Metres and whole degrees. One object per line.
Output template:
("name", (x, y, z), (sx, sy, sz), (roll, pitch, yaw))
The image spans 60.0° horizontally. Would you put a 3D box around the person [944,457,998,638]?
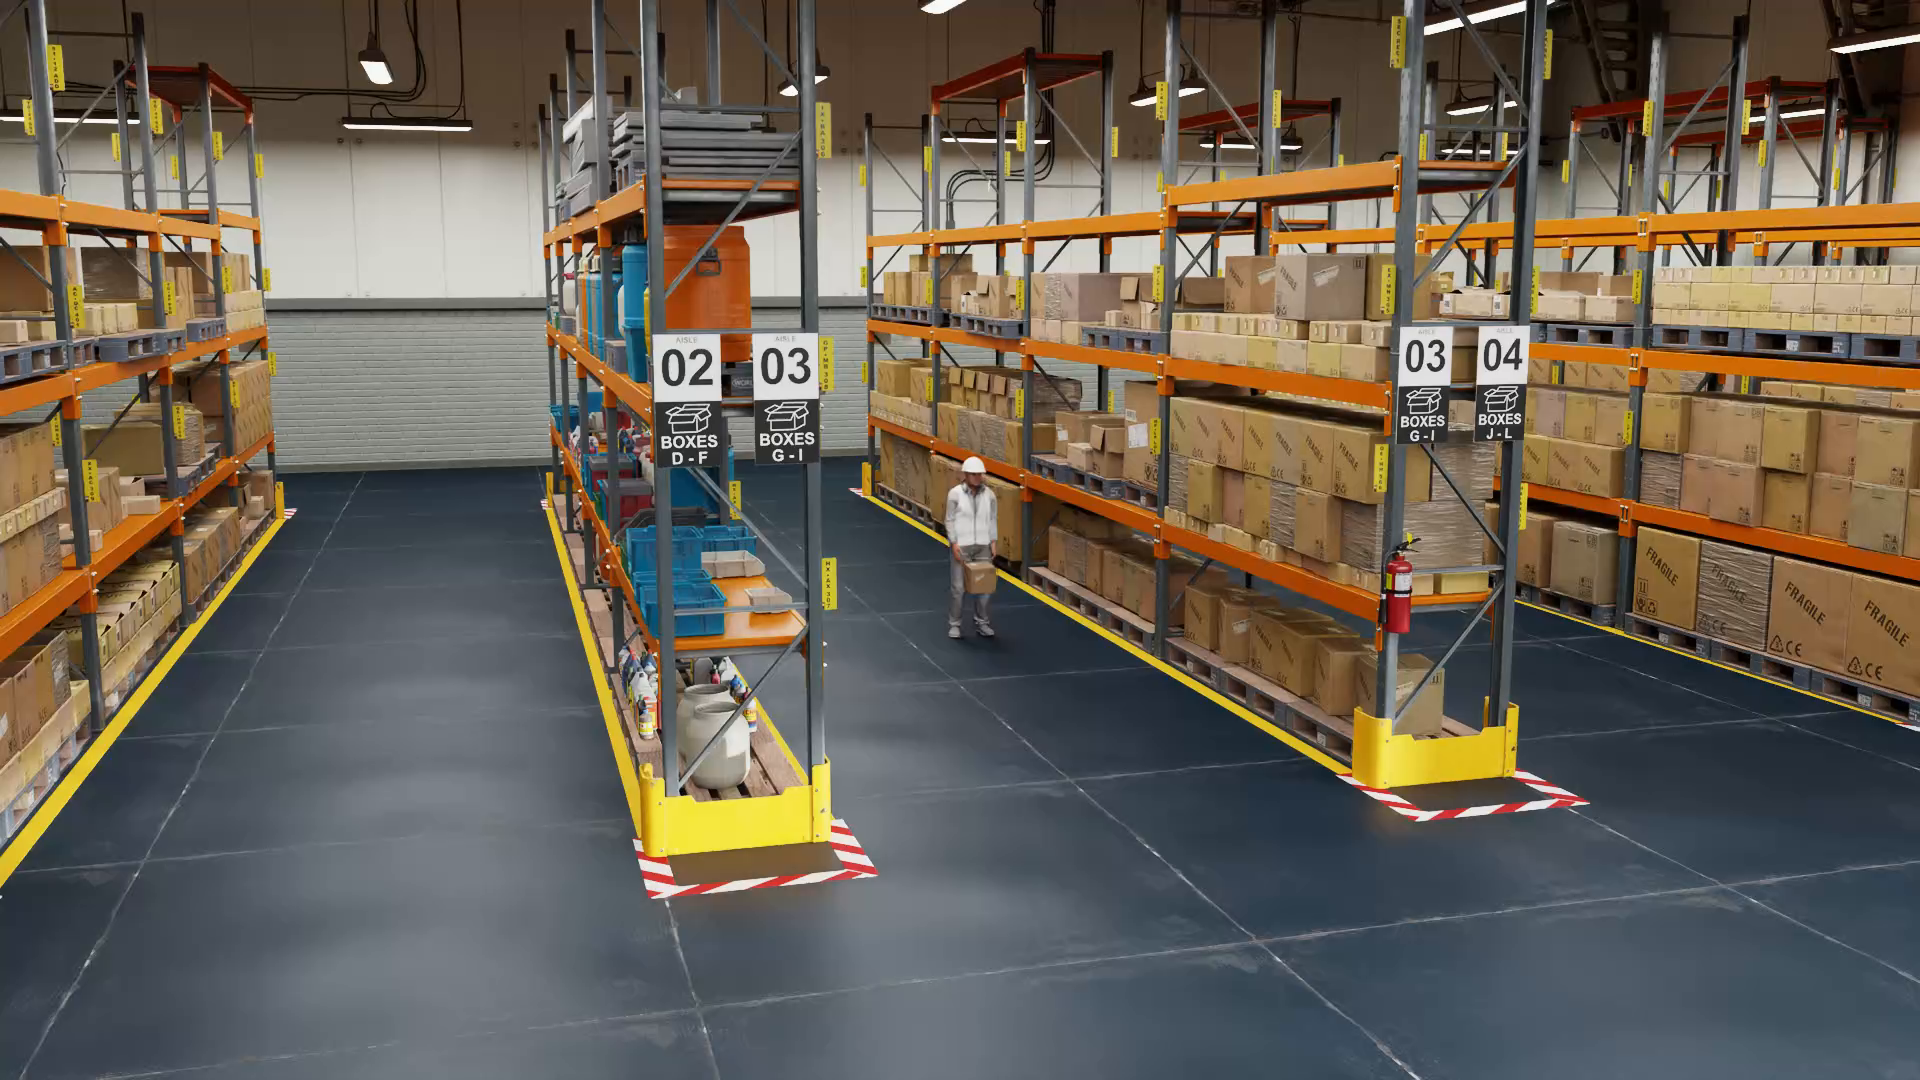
("person", (0.112, 0.058, 16.411), (0.555, 1.777, 0.423), (-3, 10, -17))
